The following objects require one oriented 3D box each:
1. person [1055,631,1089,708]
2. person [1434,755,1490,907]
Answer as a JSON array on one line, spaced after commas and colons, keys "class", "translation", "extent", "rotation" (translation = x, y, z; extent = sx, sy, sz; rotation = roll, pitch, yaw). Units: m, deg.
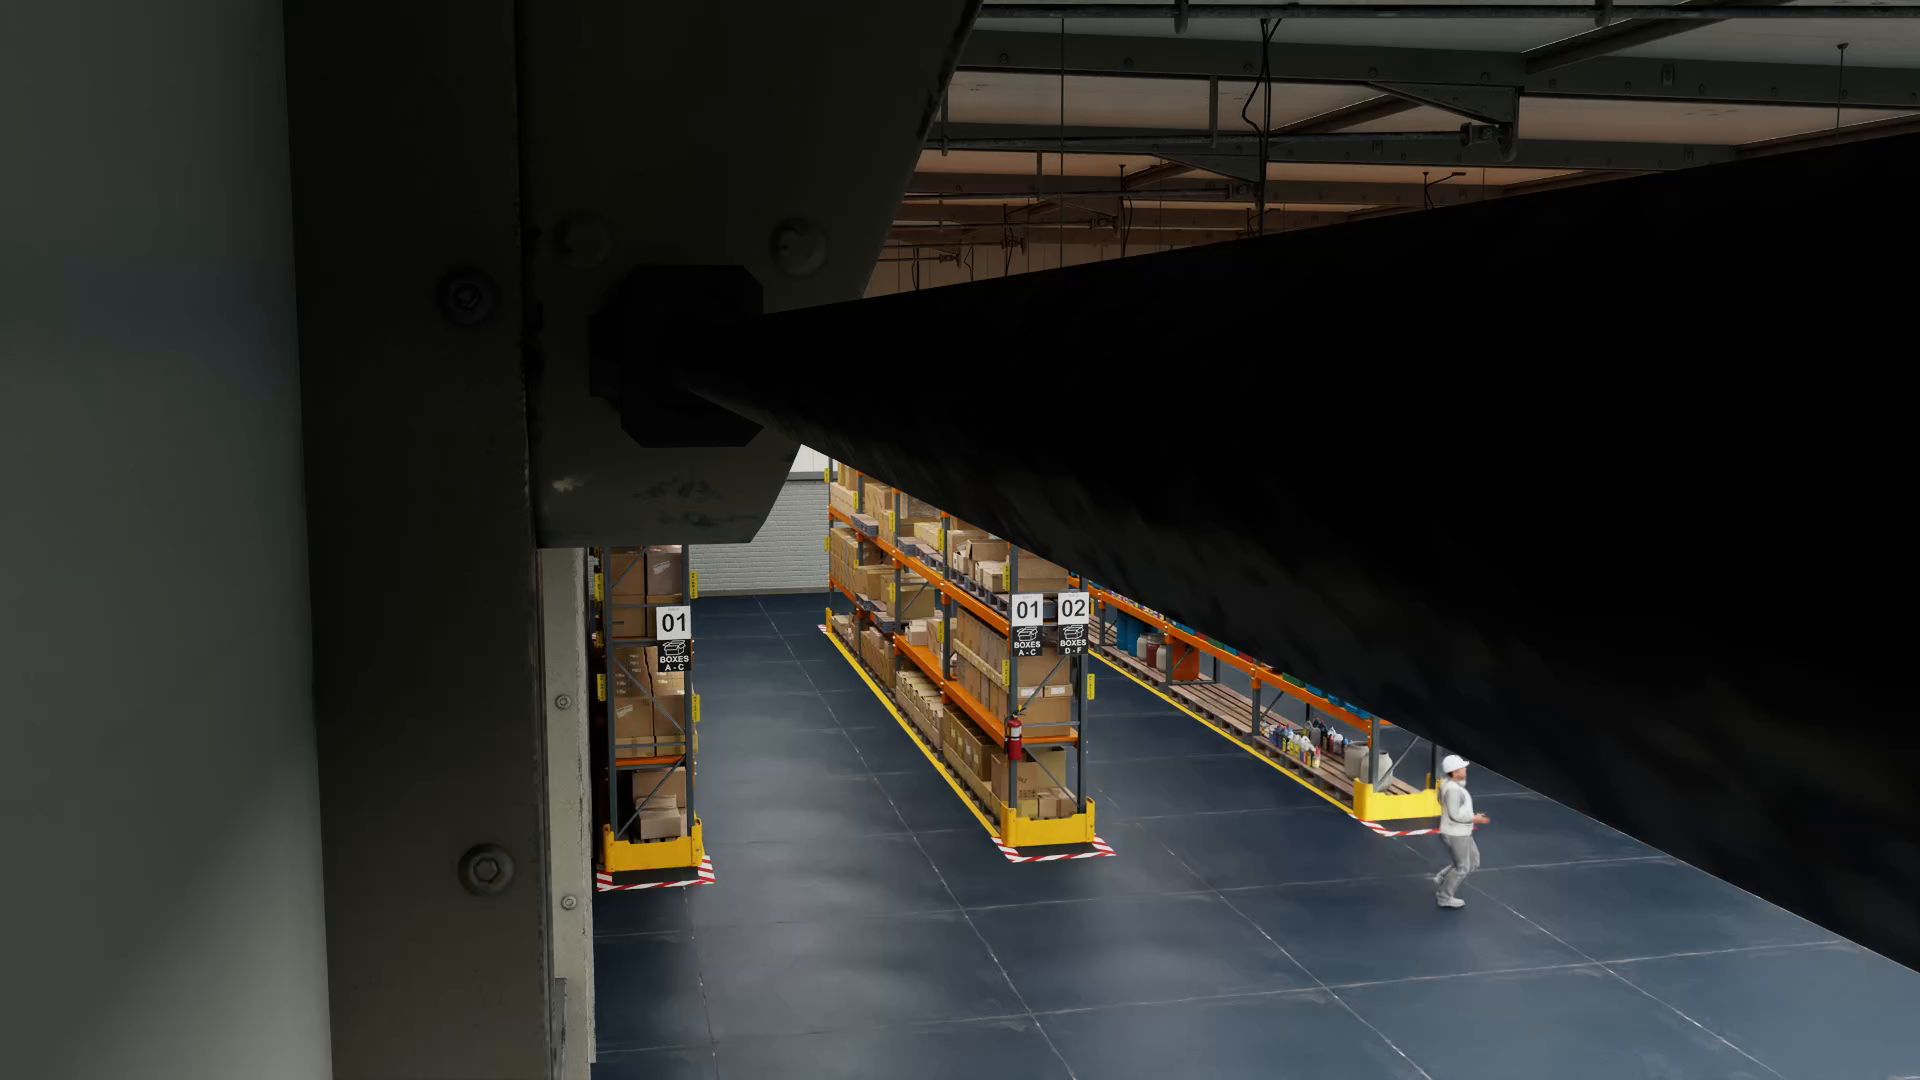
[{"class": "person", "translation": [1.953, 2.110, 29.074], "extent": [0.686, 1.636, 0.856], "rotation": [-3, 7, -21]}, {"class": "person", "translation": [5.630, 3.257, 18.640], "extent": [0.578, 1.726, 0.650], "rotation": [2, 7, 15]}]
